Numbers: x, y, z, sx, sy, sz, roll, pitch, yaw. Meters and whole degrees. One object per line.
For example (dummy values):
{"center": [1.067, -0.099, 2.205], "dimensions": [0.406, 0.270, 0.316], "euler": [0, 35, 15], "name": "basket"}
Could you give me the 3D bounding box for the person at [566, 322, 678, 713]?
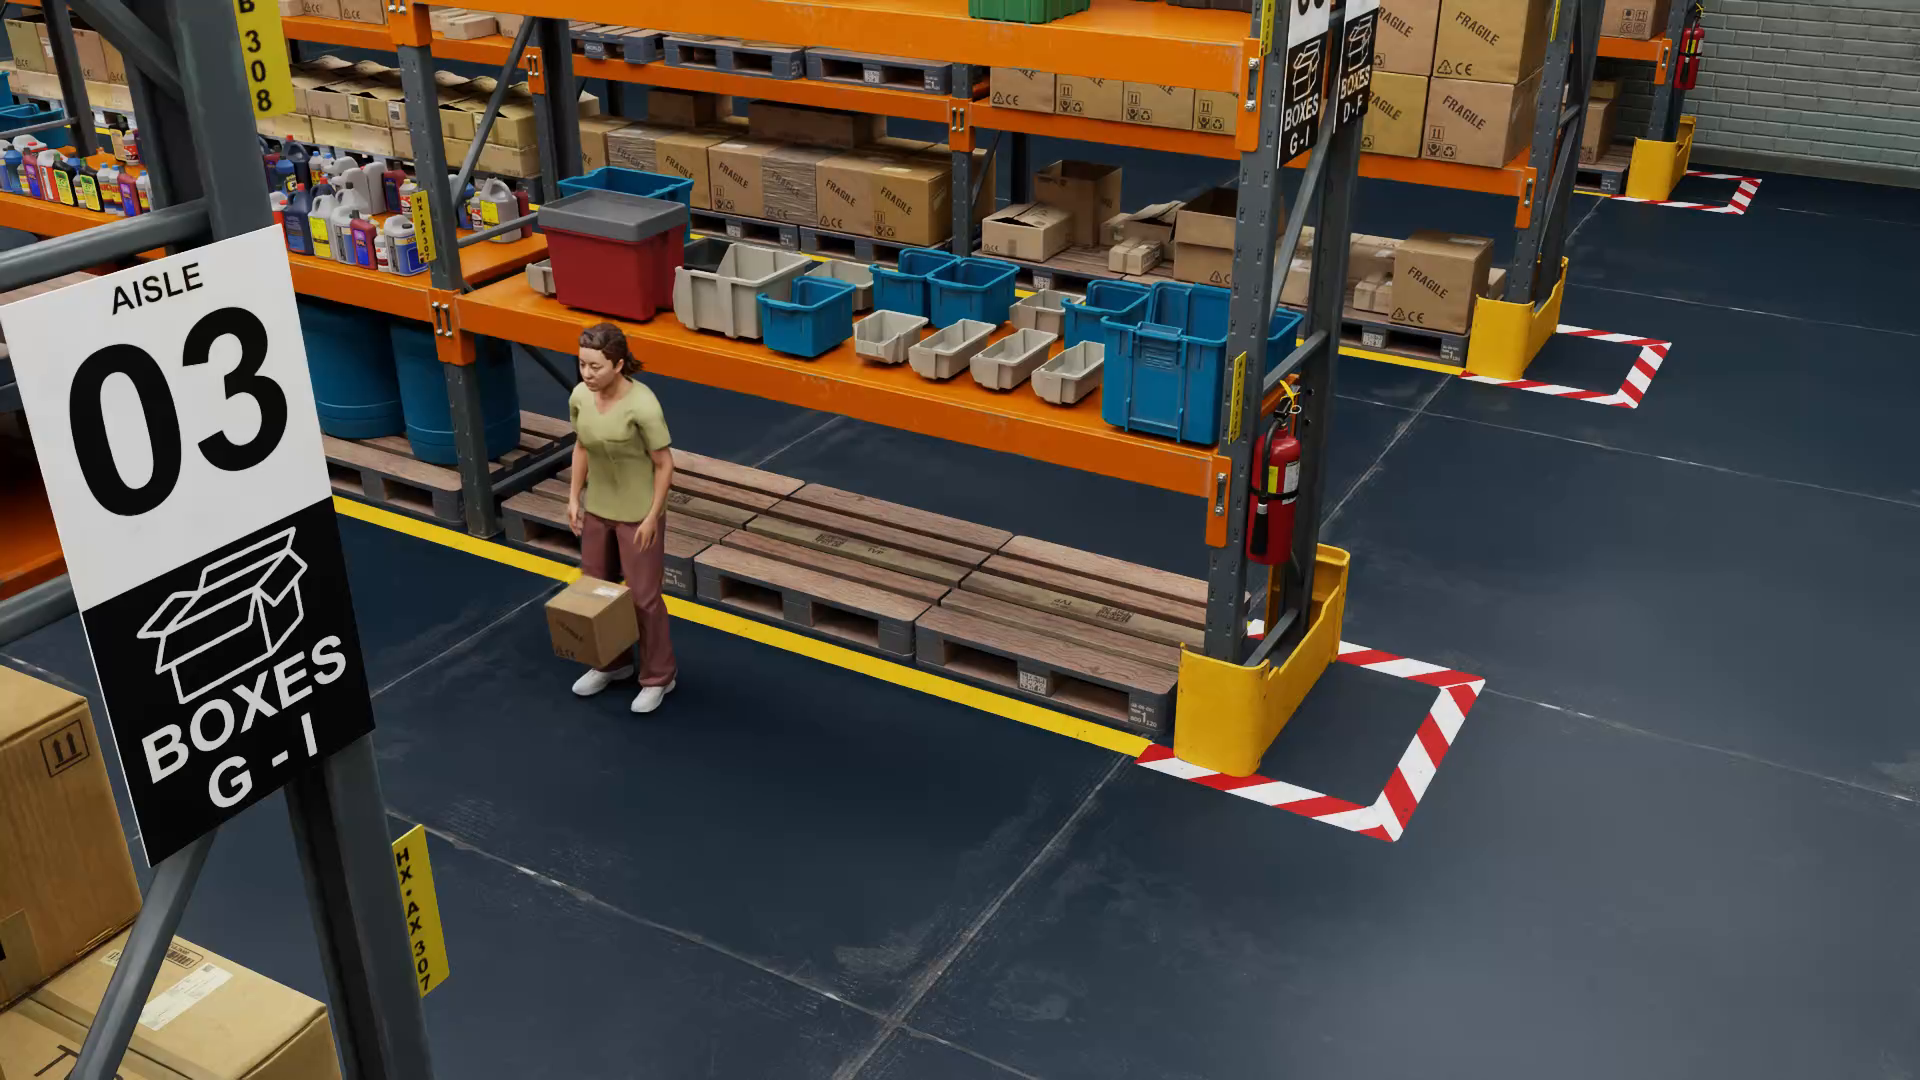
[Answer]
{"center": [-1.388, -0.097, 6.808], "dimensions": [0.483, 1.675, 0.359], "euler": [13, 30, 25], "name": "person"}
